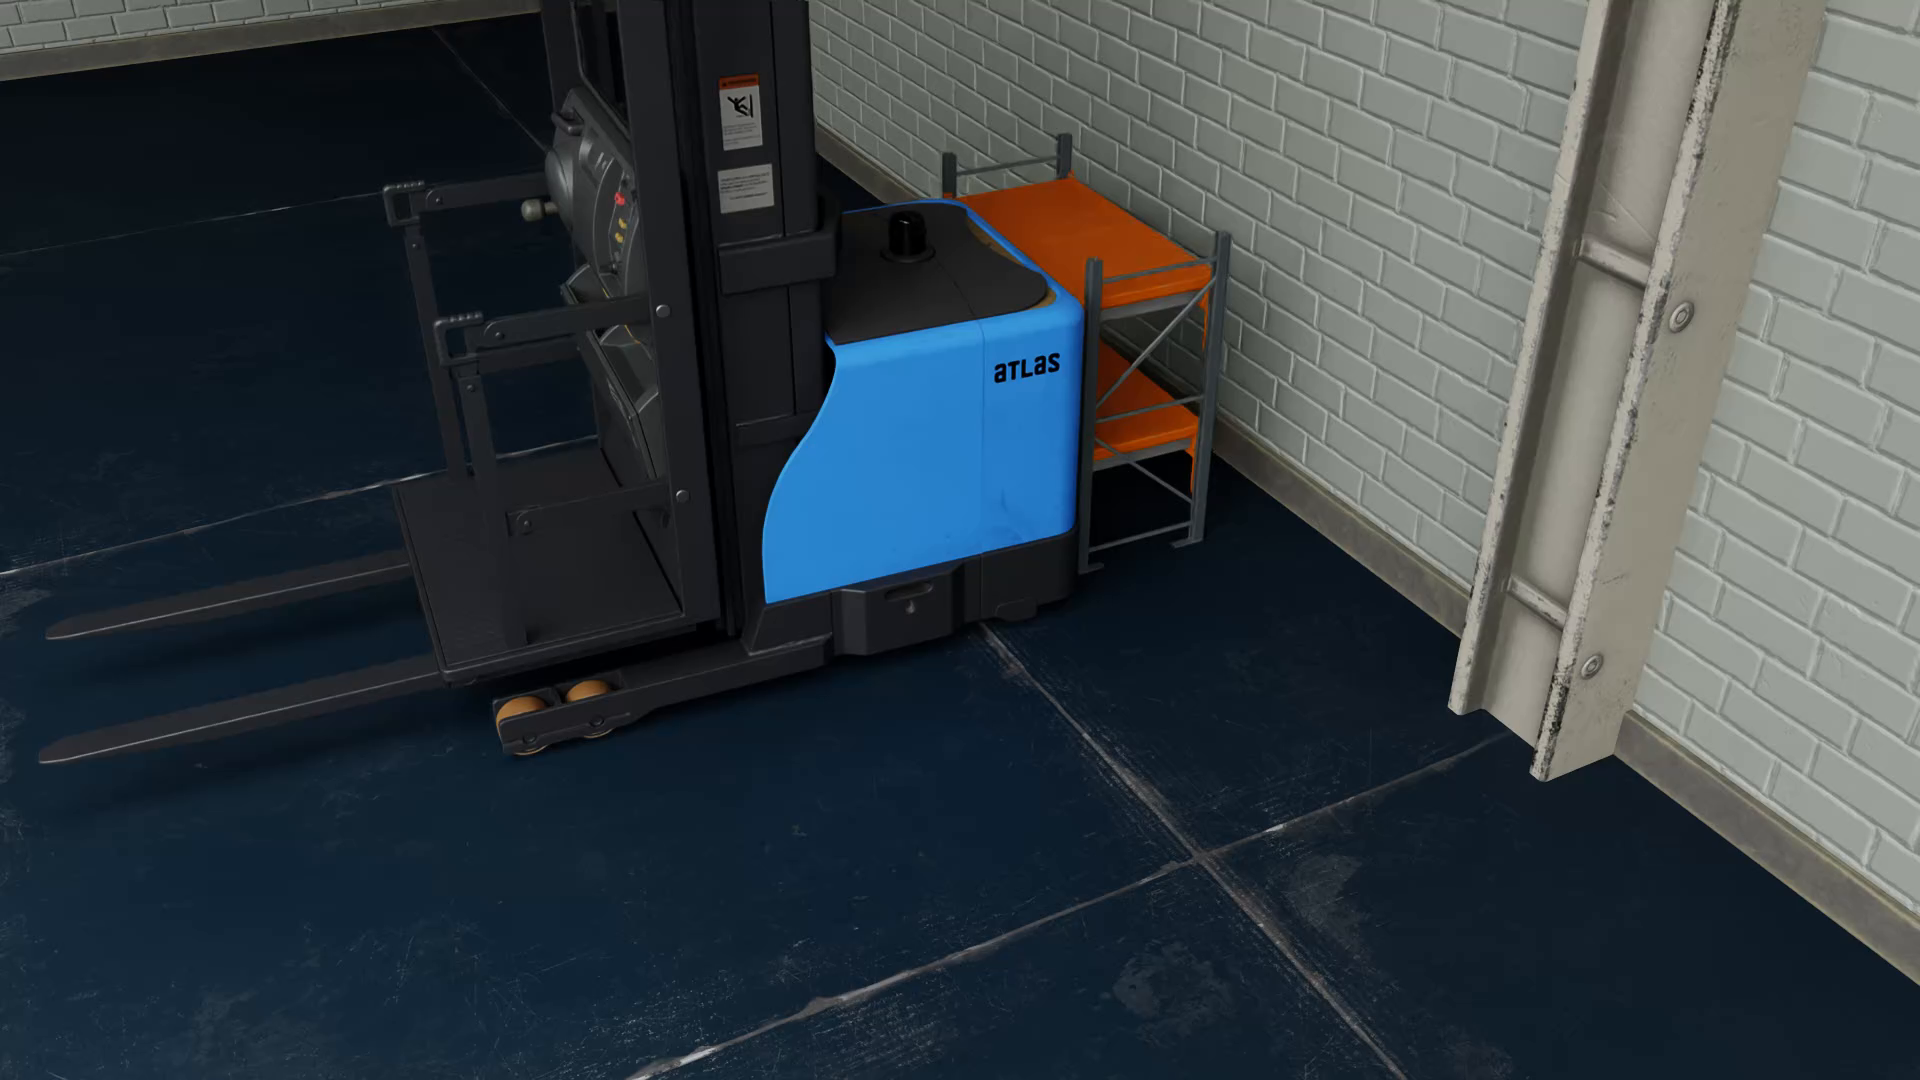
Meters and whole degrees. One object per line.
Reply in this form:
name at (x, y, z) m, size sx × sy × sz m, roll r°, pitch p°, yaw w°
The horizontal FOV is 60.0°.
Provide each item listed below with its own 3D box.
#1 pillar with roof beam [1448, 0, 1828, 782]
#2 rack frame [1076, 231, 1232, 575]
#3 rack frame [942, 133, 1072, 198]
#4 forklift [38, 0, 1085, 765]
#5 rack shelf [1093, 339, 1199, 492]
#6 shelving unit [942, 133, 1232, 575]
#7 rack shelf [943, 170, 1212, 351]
pillar with roof beam at (-2.124, -2.156, 0.773) m, size 9.100 × 9.000 × 0.400 m, roll -16°, pitch 36°, yaw -23°
rack frame at (0.609, -0.420, 5.363) m, size 0.500 × 1.125 × 0.032 m, roll -15°, pitch 35°, yaw -21°
rack frame at (0.168, -0.914, 6.134) m, size 0.500 × 1.125 × 0.032 m, roll -15°, pitch 35°, yaw -21°
forklift at (-1.185, -0.941, 4.501) m, size 3.031 × 2.935 × 1.130 m, roll -13°, pitch 35°, yaw -19°
rack shelf at (0.389, -0.461, 5.880) m, size 0.538 × 0.278 × 1.000 m, roll -15°, pitch 35°, yaw -21°
shelving unit at (0.389, -0.667, 5.748) m, size 0.538 × 1.125 × 1.048 m, roll -15°, pitch 35°, yaw -21°
rack shelf at (0.389, -0.914, 5.591) m, size 0.538 × 0.278 × 1.000 m, roll -15°, pitch 35°, yaw -21°
